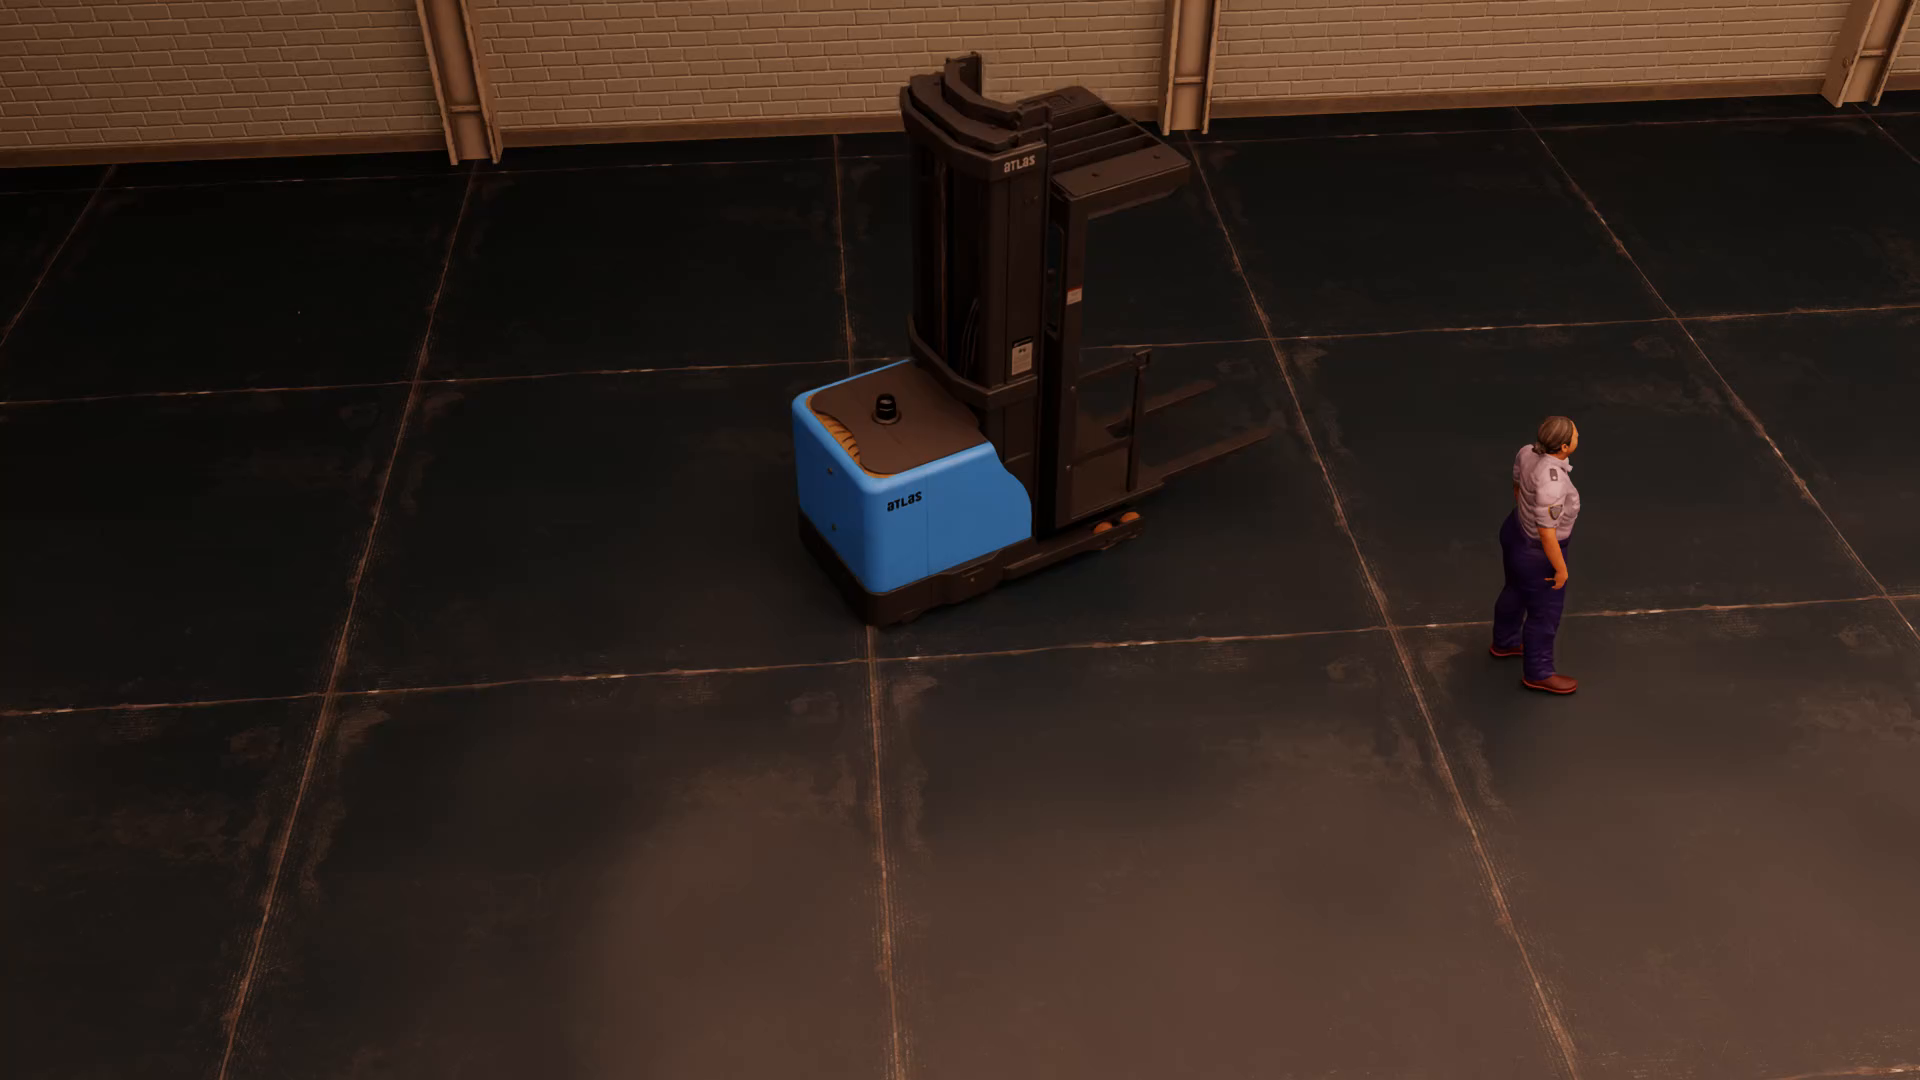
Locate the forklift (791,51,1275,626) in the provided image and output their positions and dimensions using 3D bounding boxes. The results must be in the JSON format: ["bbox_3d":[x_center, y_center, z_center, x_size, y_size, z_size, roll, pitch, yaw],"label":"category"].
[{"bbox_3d":[0.550,-1.333,9.497,3.031,2.935,1.130,-21,45,-23],"label":"forklift"}]

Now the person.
[{"bbox_3d":[3.159,0.042,8.865,0.502,1.650,0.596,-2,41,-2],"label":"person"}]
